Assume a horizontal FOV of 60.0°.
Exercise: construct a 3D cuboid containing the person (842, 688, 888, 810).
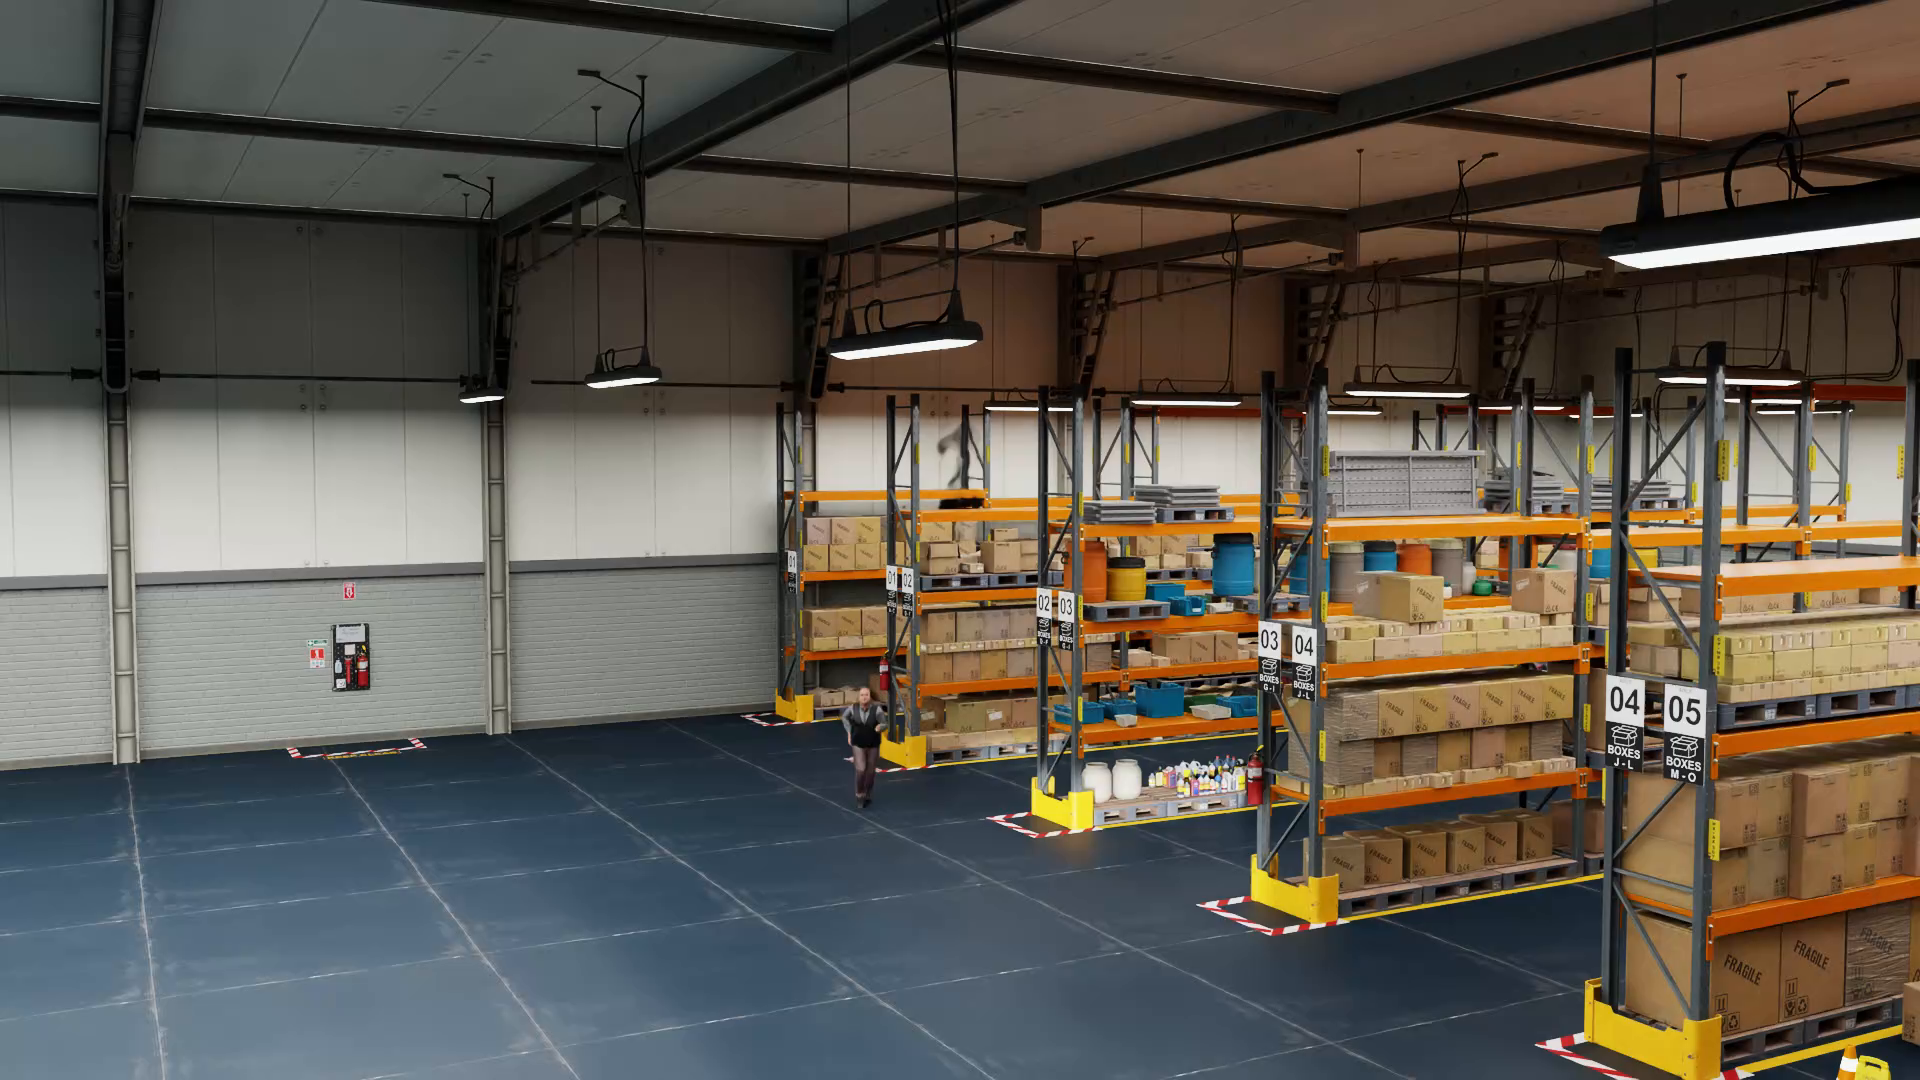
[{"bbox_3d":[-1.352,2.982,23.719,0.659,1.758,0.801,0,3,-5],"label":"person"}]
